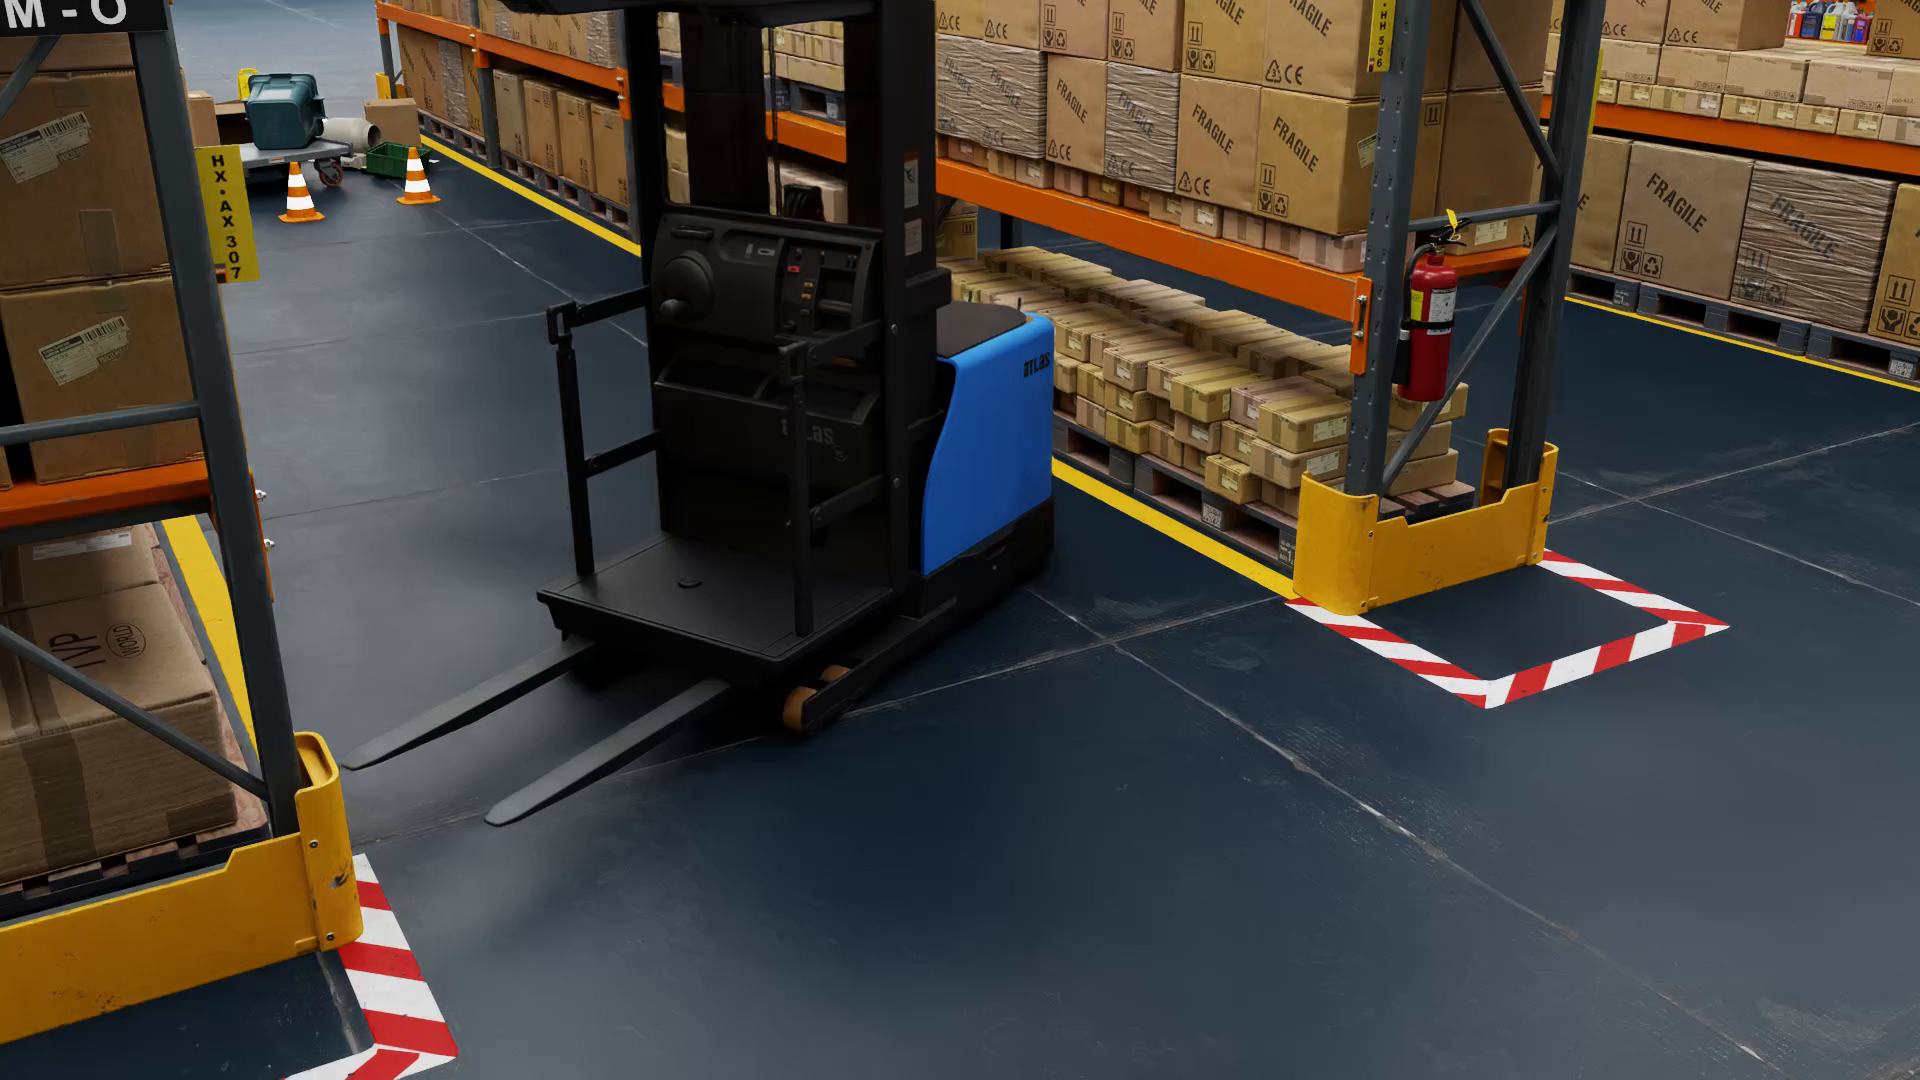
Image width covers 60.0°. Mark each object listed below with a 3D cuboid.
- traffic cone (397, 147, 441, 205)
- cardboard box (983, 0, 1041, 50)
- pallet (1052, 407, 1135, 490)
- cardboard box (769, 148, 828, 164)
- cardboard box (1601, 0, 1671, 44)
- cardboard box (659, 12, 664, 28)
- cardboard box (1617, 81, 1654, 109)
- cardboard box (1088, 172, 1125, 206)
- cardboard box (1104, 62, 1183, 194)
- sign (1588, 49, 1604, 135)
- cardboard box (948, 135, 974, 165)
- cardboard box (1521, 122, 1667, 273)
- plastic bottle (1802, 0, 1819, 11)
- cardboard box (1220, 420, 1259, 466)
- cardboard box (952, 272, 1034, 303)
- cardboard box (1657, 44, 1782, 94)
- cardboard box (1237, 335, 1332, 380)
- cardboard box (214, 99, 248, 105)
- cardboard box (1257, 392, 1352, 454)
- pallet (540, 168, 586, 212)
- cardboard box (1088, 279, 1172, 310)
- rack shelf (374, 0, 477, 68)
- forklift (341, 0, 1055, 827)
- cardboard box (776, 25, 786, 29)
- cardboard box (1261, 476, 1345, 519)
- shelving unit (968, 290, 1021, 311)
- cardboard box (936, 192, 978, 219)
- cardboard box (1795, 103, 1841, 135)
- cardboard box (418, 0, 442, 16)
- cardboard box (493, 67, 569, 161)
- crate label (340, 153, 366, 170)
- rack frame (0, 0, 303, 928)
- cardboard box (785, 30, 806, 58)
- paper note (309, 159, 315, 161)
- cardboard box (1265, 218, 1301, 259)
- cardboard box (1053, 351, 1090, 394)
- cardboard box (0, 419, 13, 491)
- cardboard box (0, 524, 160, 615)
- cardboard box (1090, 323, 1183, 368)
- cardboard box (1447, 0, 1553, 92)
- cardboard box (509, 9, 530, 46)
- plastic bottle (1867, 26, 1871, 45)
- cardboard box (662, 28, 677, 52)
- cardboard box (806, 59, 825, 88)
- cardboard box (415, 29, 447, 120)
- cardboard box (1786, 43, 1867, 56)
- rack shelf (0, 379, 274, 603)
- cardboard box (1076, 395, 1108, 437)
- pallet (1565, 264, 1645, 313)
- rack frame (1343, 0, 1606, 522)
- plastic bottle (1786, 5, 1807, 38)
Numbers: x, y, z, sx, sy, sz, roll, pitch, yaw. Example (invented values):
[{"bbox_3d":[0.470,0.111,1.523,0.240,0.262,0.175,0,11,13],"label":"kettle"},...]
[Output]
[{"bbox_3d":[-4.778,-3.208,14.589,0.336,0.463,0.334,-13,25,-28],"label":"traffic cone"},{"bbox_3d":[0.451,-2.638,7.963,0.500,0.500,0.500,-12,25,-27],"label":"cardboard box"},{"bbox_3d":[0.922,-0.620,8.556,1.003,0.211,1.213,-13,25,-28],"label":"pallet"},{"bbox_3d":[-1.209,-2.432,11.076,0.500,0.250,0.500,-14,26,-31],"label":"cardboard box"},{"bbox_3d":[4.507,-3.490,10.722,0.500,0.500,0.500,-13,25,-28],"label":"cardboard box"},{"bbox_3d":[-2.047,-3.834,12.140,0.380,0.149,0.250,-11,25,-26],"label":"cardboard box"},{"bbox_3d":[4.508,-2.908,10.816,0.380,0.149,0.250,-13,26,-30],"label":"cardboard box"},{"bbox_3d":[0.824,-1.674,7.781,0.380,0.149,0.250,-12,25,-27],"label":"cardboard box"},{"bbox_3d":[0.988,-1.833,7.310,0.500,0.500,0.500,-13,25,-28],"label":"cardboard box"},{"bbox_3d":[2.431,-1.728,6.430,0.100,0.325,0.005,-13,25,-28],"label":"sign"},{"bbox_3d":[0.162,-2.101,8.831,0.380,0.149,0.250,-14,26,-31],"label":"cardboard box"},{"bbox_3d":[4.506,-2.420,11.546,0.875,0.875,0.875,-13,25,-28],"label":"cardboard box"},{"bbox_3d":[7.995,-4.932,15.627,0.152,0.276,0.135,-13,25,-28],"label":"plastic bottle"},{"bbox_3d":[1.363,-0.445,7.257,0.380,0.149,0.250,-13,26,-29],"label":"cardboard box"},{"bbox_3d":[0.181,-1.343,9.070,0.380,0.149,0.250,-13,25,-29],"label":"cardboard box"},{"bbox_3d":[4.771,-2.976,10.455,0.500,0.250,0.500,-12,25,-27],"label":"cardboard box"},{"bbox_3d":[1.529,-0.844,7.843,0.380,0.149,0.250,-14,26,-31],"label":"cardboard box"},{"bbox_3d":[-7.338,-4.179,16.926,0.637,0.503,0.797,8,23,18],"label":"cardboard box"},{"bbox_3d":[1.477,-0.495,6.984,0.380,0.149,0.250,-12,25,-28],"label":"cardboard box"},{"bbox_3d":[-3.079,-3.185,14.867,1.003,0.211,1.213,-13,25,-28],"label":"pallet"},{"bbox_3d":[0.908,-1.279,8.913,0.380,0.149,0.250,-14,26,-31],"label":"cardboard box"},{"bbox_3d":[-5.186,-5.422,17.622,1.077,0.370,4.000,-13,25,-28],"label":"rack shelf"},{"bbox_3d":[-0.804,-0.890,5.610,1.130,2.935,3.031,13,26,29],"label":"forklift"},{"bbox_3d":[-0.976,-3.300,10.432,0.380,0.149,0.250,-14,26,-30],"label":"cardboard box"},{"bbox_3d":[1.517,-0.227,7.115,0.380,0.149,0.250,-12,25,-27],"label":"cardboard box"},{"bbox_3d":[0.100,-0.534,7.231,0.252,1.050,0.215,13,25,29],"label":"shelving unit"},{"bbox_3d":[-0.229,-2.192,10.486,0.500,0.250,0.500,-14,26,-31],"label":"cardboard box"},{"bbox_3d":[5.160,-2.494,9.797,0.380,0.149,0.250,-13,25,-28],"label":"cardboard box"},{"bbox_3d":[-5.195,-5.817,17.441,0.875,0.550,0.500,-13,25,-28],"label":"cardboard box"},{"bbox_3d":[-3.770,-4.076,15.786,1.050,0.750,0.750,-13,25,-29],"label":"cardboard box"},{"bbox_3d":[-5.884,-3.690,16.207,0.250,0.136,0.298,8,23,18],"label":"crate label"},{"bbox_3d":[-2.239,-0.238,3.914,1.000,3.000,0.127,-13,25,-28],"label":"rack frame"},{"bbox_3d":[-0.855,-3.078,10.282,0.380,0.149,0.250,-14,26,-30],"label":"cardboard box"},{"bbox_3d":[-6.432,-3.816,16.670,0.172,0.023,0.155,-4,22,-10],"label":"paper note"},{"bbox_3d":[1.461,-1.245,6.726,0.380,0.149,0.250,-13,25,-28],"label":"cardboard box"},{"bbox_3d":[0.628,-0.854,8.262,0.380,0.149,0.250,-12,25,-28],"label":"cardboard box"},{"bbox_3d":[-2.713,-0.390,4.154,0.500,0.500,0.500,-12,25,-28],"label":"cardboard box"},{"bbox_3d":[-3.137,0.265,5.520,0.875,0.438,0.875,-12,25,-27],"label":"cardboard box"},{"bbox_3d":[0.854,-0.926,8.044,0.380,0.149,0.250,-14,26,-30],"label":"cardboard box"},{"bbox_3d":[1.964,-2.067,6.557,0.500,0.500,0.500,-13,25,-29],"label":"cardboard box"},{"bbox_3d":[-3.616,-4.606,14.527,0.500,0.500,0.500,-13,25,-29],"label":"cardboard box"},{"bbox_3d":[7.933,-4.397,14.410,0.097,0.201,0.097,0,22,0],"label":"plastic bottle"},{"bbox_3d":[-1.930,-3.620,12.011,0.380,0.149,0.250,-11,25,-26],"label":"cardboard box"},{"bbox_3d":[-0.710,-2.851,10.119,0.380,0.149,0.250,-13,25,-28],"label":"cardboard box"},{"bbox_3d":[-5.354,-5.121,18.192,0.875,0.875,0.875,-13,26,-29],"label":"cardboard box"},{"bbox_3d":[5.472,-2.918,10.311,0.500,0.250,0.500,-13,26,-29],"label":"cardboard box"},{"bbox_3d":[-3.261,-0.552,5.642,1.077,0.370,4.000,-13,25,-28],"label":"rack shelf"},{"bbox_3d":[0.794,-0.633,8.114,0.380,0.149,0.250,-12,25,-27],"label":"cardboard box"},{"bbox_3d":[4.559,-1.886,11.671,1.003,0.211,1.213,-13,25,-28],"label":"pallet"},{"bbox_3d":[1.965,-1.223,6.337,1.000,3.000,0.127,-13,25,-28],"label":"rack frame"},{"bbox_3d":[7.572,-4.681,15.010,0.152,0.276,0.135,-13,25,-28],"label":"plastic bottle"}]
